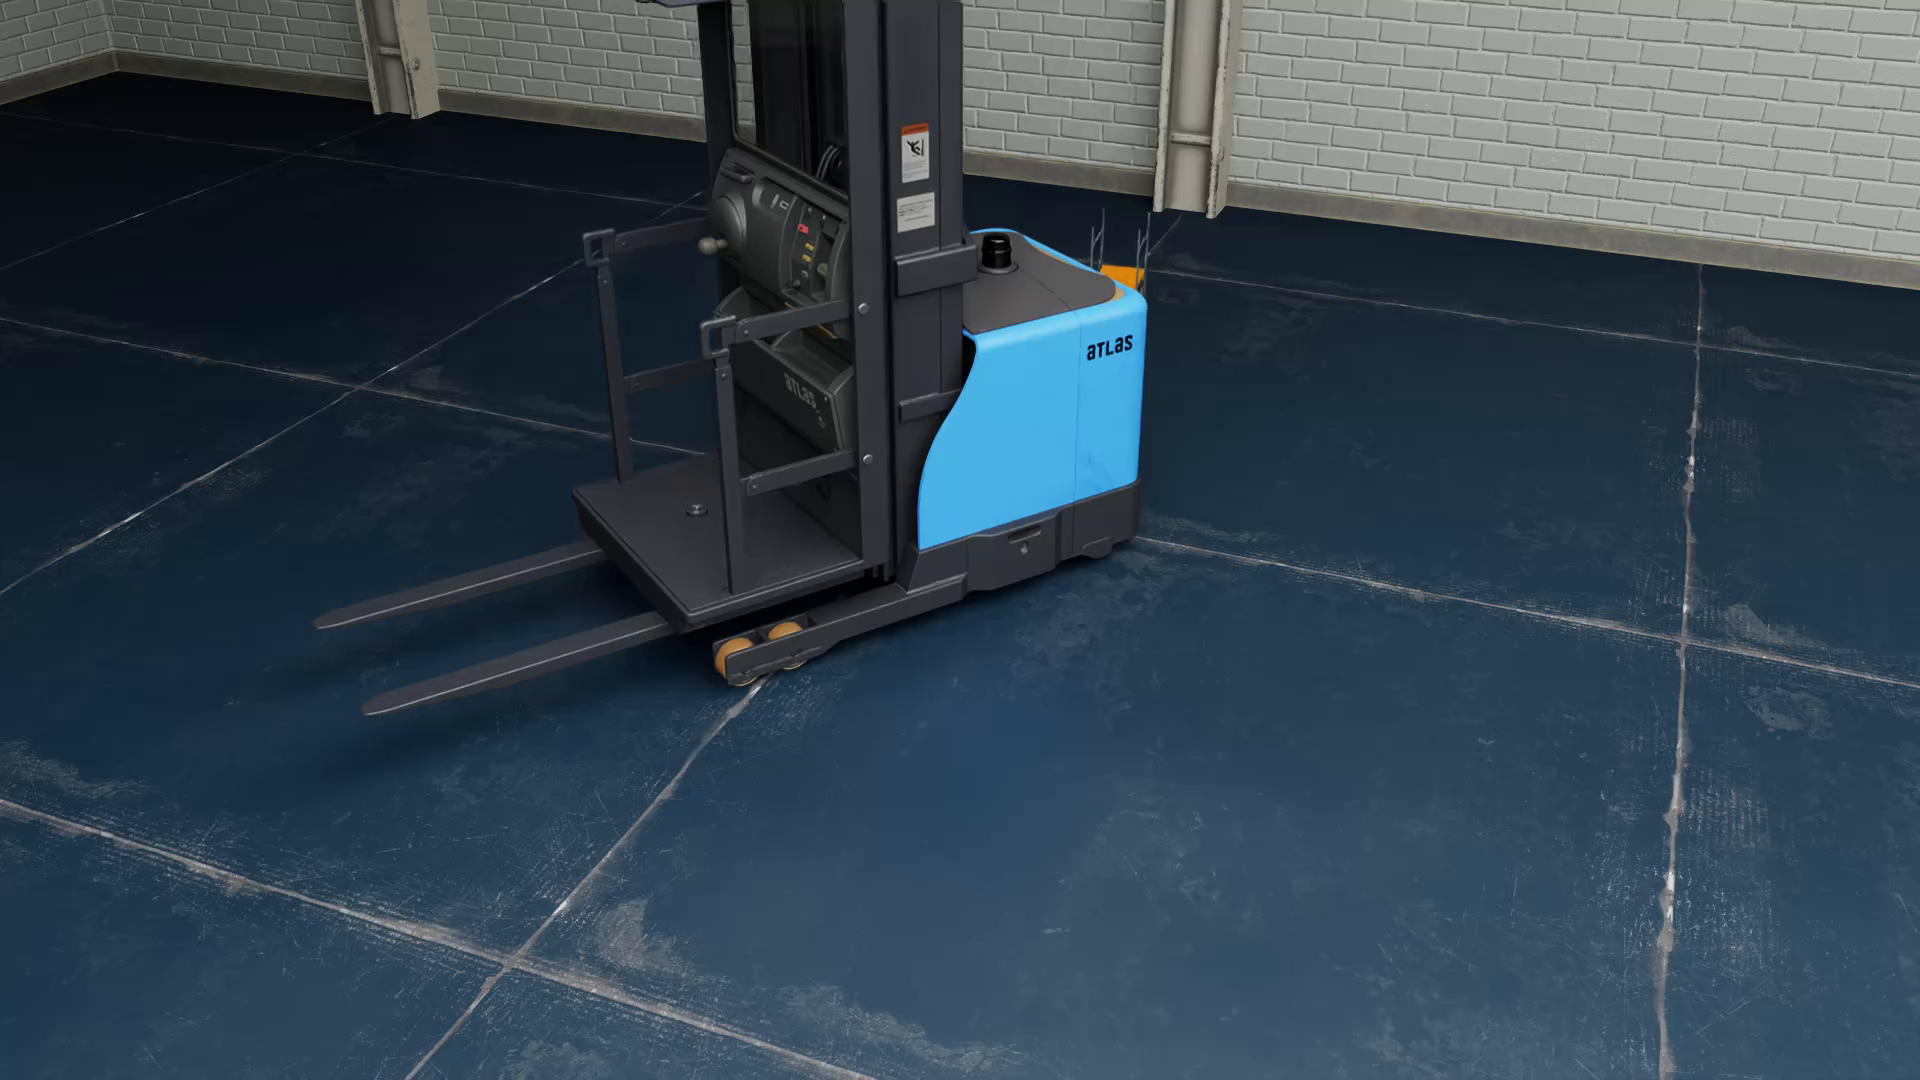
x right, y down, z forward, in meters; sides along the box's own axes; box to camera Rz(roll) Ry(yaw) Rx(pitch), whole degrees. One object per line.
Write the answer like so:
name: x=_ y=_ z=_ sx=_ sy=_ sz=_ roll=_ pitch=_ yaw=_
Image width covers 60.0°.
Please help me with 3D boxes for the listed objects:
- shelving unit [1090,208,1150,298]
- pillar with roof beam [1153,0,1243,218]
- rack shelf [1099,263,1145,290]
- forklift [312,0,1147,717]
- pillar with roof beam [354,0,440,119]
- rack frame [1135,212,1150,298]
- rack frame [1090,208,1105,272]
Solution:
shelving unit: x=0.635 y=-0.741 z=6.841 sx=0.189 sy=1.200 sz=0.258 roll=8 pitch=30 yaw=13
pillar with roof beam: x=-0.175 y=-4.044 z=4.760 sx=0.400 sy=9.000 sz=9.100 roll=11 pitch=31 yaw=19
rack shelf: x=0.635 y=-1.015 z=6.685 sx=0.180 sy=0.103 sz=0.258 roll=8 pitch=30 yaw=13
forklift: x=-0.803 y=-1.060 z=5.646 sx=3.031 sy=2.935 sz=1.130 roll=-17 pitch=34 yaw=-28
pillar with roof beam: x=-5.735 y=-5.154 z=6.724 sx=0.400 sy=9.000 sz=9.100 roll=11 pitch=31 yaw=19
rack frame: x=0.723 y=-0.729 z=6.820 sx=0.006 sy=1.200 sz=0.240 roll=8 pitch=30 yaw=13
rack frame: x=0.547 y=-0.752 z=6.862 sx=0.006 sy=1.200 sz=0.240 roll=8 pitch=30 yaw=13
